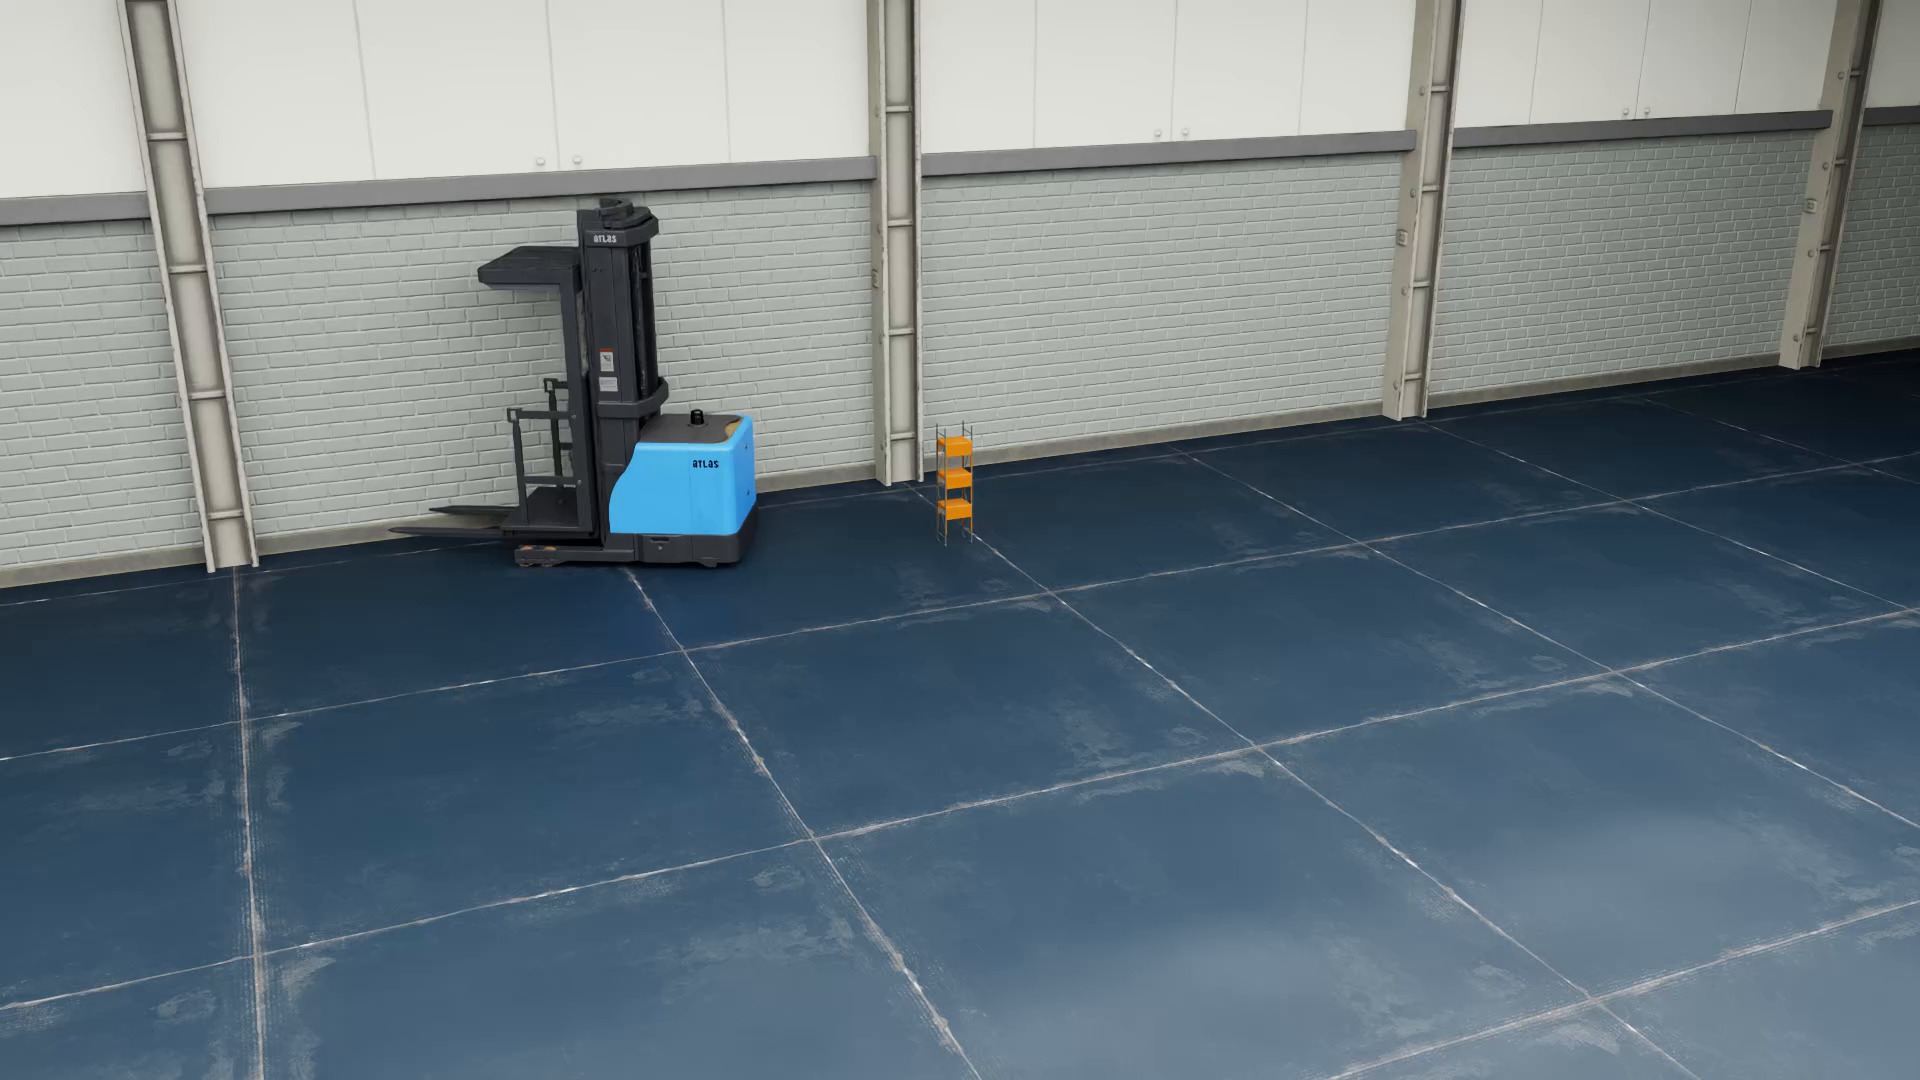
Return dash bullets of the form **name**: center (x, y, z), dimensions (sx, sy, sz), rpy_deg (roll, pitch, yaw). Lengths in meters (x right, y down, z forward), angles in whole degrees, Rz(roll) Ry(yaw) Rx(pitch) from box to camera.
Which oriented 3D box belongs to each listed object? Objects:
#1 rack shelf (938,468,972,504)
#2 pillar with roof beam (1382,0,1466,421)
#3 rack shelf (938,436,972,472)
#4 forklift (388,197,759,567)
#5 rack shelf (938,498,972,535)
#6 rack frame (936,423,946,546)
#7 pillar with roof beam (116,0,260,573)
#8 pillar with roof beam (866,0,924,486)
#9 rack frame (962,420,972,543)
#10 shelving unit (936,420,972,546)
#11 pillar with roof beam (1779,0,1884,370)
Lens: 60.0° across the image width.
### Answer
- **rack shelf**: center (-0.049, -0.478, 14.331), dimensions (0.240, 0.259, 0.215), rpy_deg (-8, 21, -22)
- **pillar with roof beam**: center (6.622, -4.313, 13.222), dimensions (0.400, 9.000, 9.100), rpy_deg (-8, 21, -22)
- **rack shelf**: center (-0.049, -0.746, 14.237), dimensions (0.240, 0.259, 0.215), rpy_deg (-8, 21, -22)
- **forklift**: center (-3.313, -1.330, 13.885), dimensions (3.031, 2.935, 1.130), rpy_deg (1, 19, 4)
- **rack shelf**: center (-0.049, -0.216, 14.423), dimensions (0.240, 0.259, 0.215), rpy_deg (-8, 21, -22)
- **rack frame**: center (-0.161, -0.472, 14.282), dimensions (0.008, 1.050, 0.200), rpy_deg (-8, 21, -22)
- **pillar with roof beam**: center (-4.396, -2.734, 8.739), dimensions (0.400, 9.000, 9.100), rpy_deg (-8, 21, -22)
- **pillar with roof beam**: center (1.113, -3.524, 10.980), dimensions (0.400, 9.000, 9.100), rpy_deg (-8, 21, -22)
- **rack frame**: center (0.063, -0.504, 14.373), dimensions (0.008, 1.050, 0.200), rpy_deg (-8, 21, -22)
- **shelving unit**: center (-0.049, -0.488, 14.328), dimensions (0.252, 1.050, 0.215), rpy_deg (-8, 21, -22)
- **pillar with roof beam**: center (12.132, -5.102, 15.464), dimensions (0.400, 9.000, 9.100), rpy_deg (-8, 21, -22)
